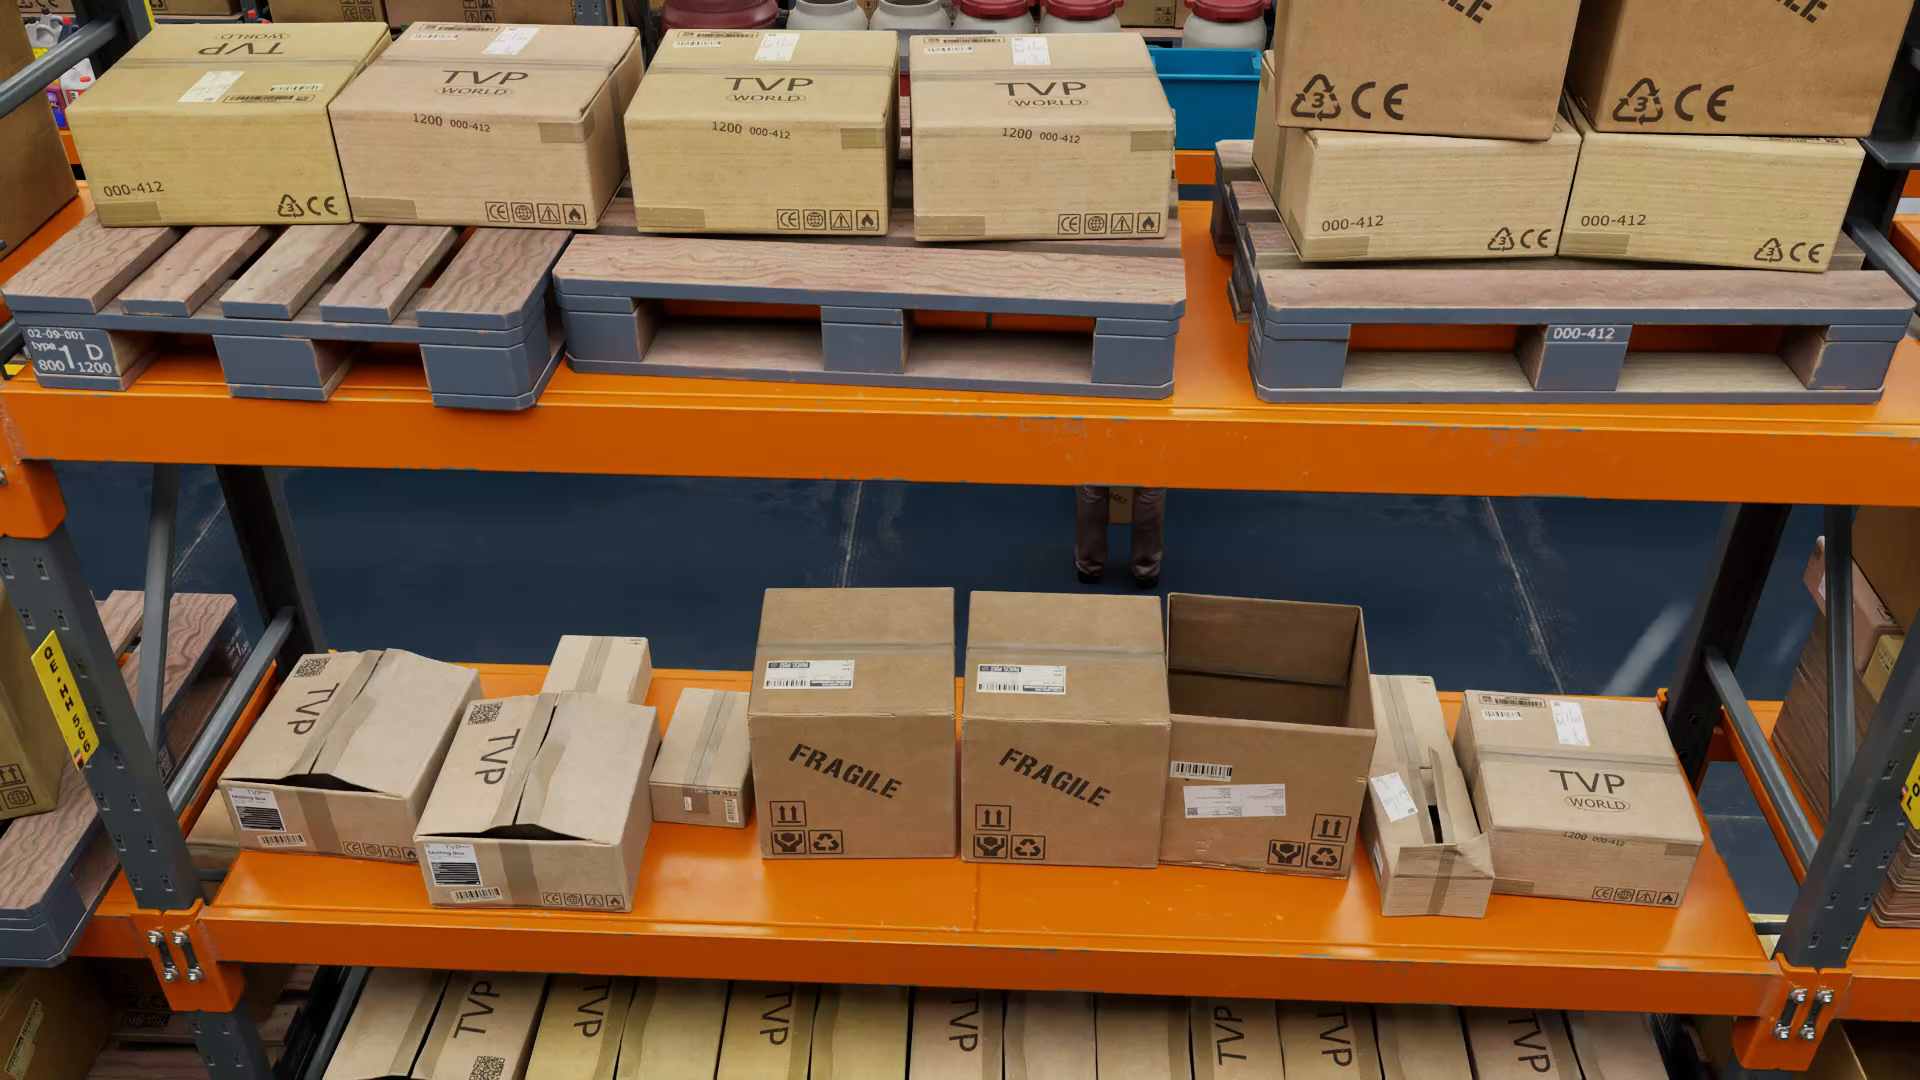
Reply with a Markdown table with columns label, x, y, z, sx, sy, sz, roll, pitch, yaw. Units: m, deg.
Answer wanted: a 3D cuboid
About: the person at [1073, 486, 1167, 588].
| label | x | y | z | sx | sy | sz | roll | pitch | yaw |
| --- | --- | --- | --- | --- | --- | --- | --- | --- | --- |
| person | 0.683 | -0.569 | 6.972 | 0.531 | 1.716 | 0.358 | 2 | 36 | 3 |
